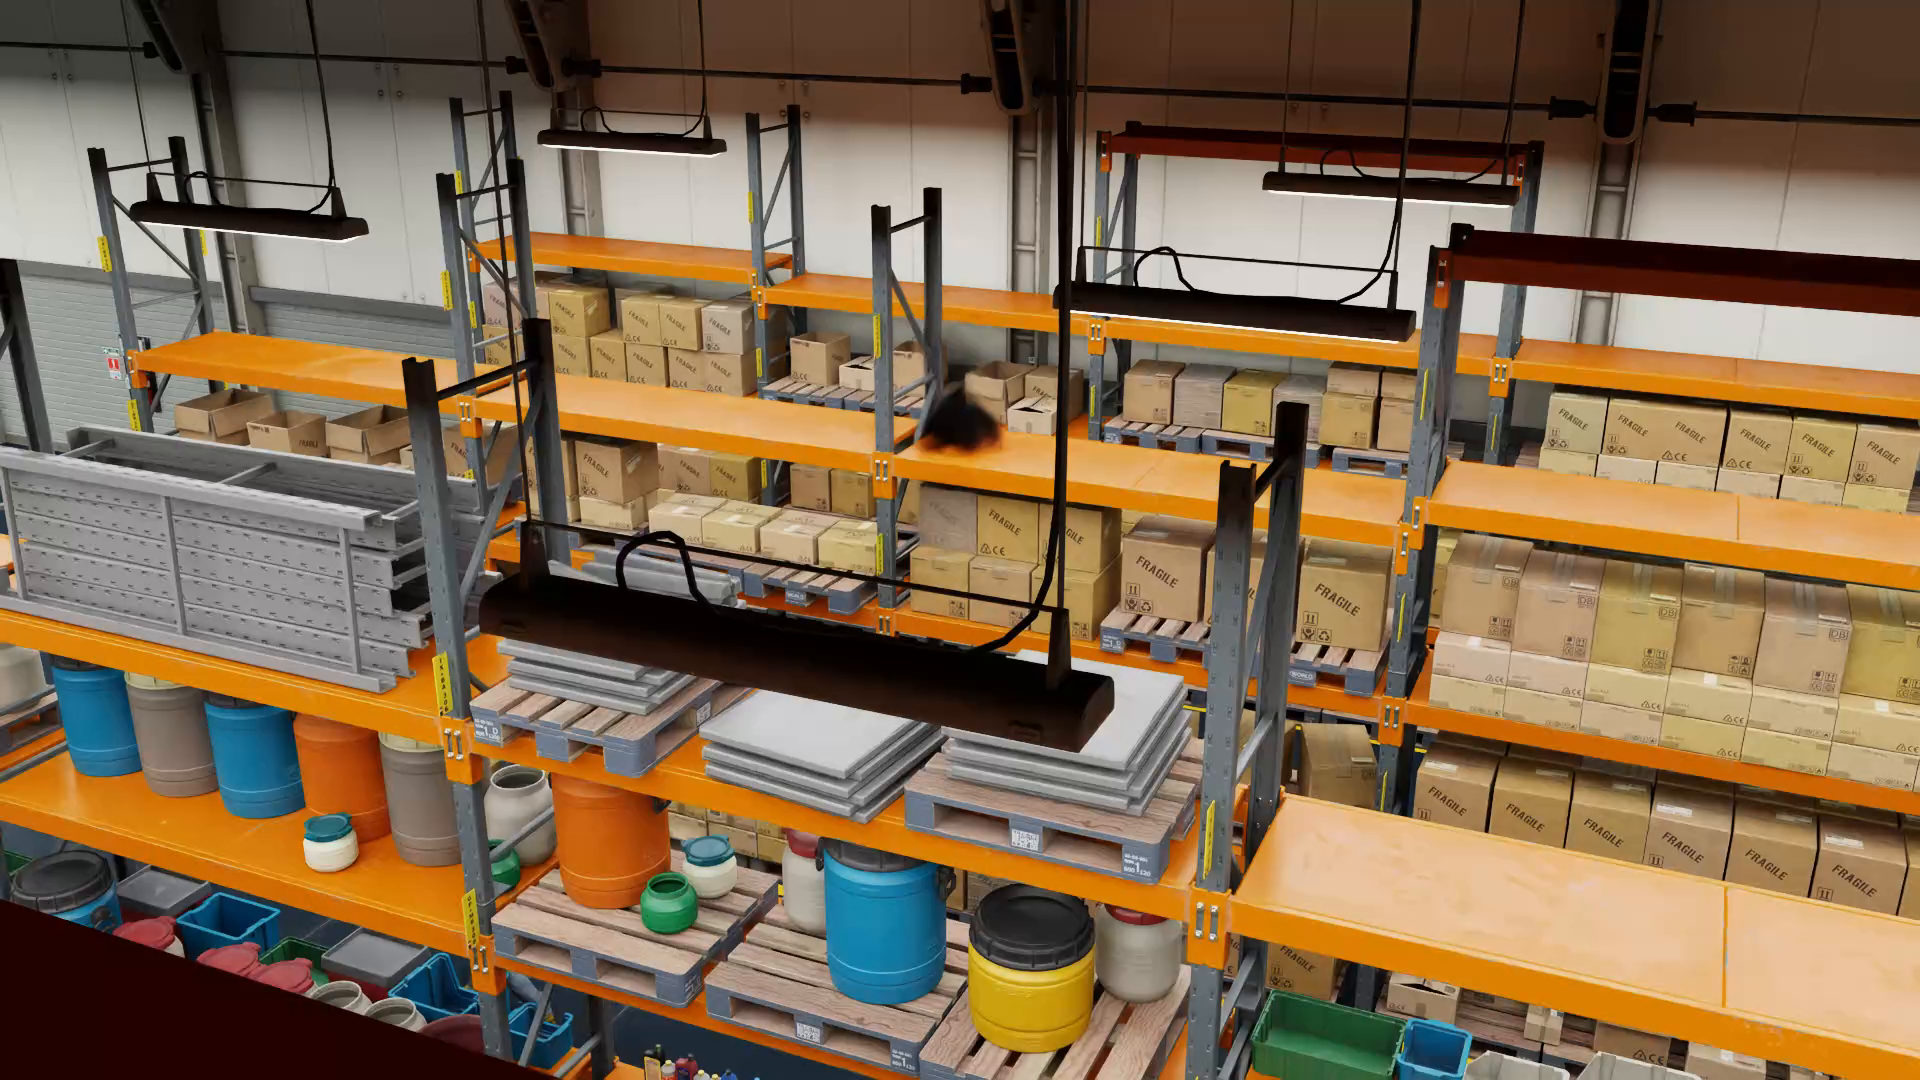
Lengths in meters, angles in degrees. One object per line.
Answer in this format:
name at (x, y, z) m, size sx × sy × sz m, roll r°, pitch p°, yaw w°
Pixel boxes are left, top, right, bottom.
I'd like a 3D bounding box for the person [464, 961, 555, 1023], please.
person at (-3.570, 2.914, 12.600) m, size 1.078 × 1.593 × 0.716 m, roll 14°, pitch 25°, yaw 32°
